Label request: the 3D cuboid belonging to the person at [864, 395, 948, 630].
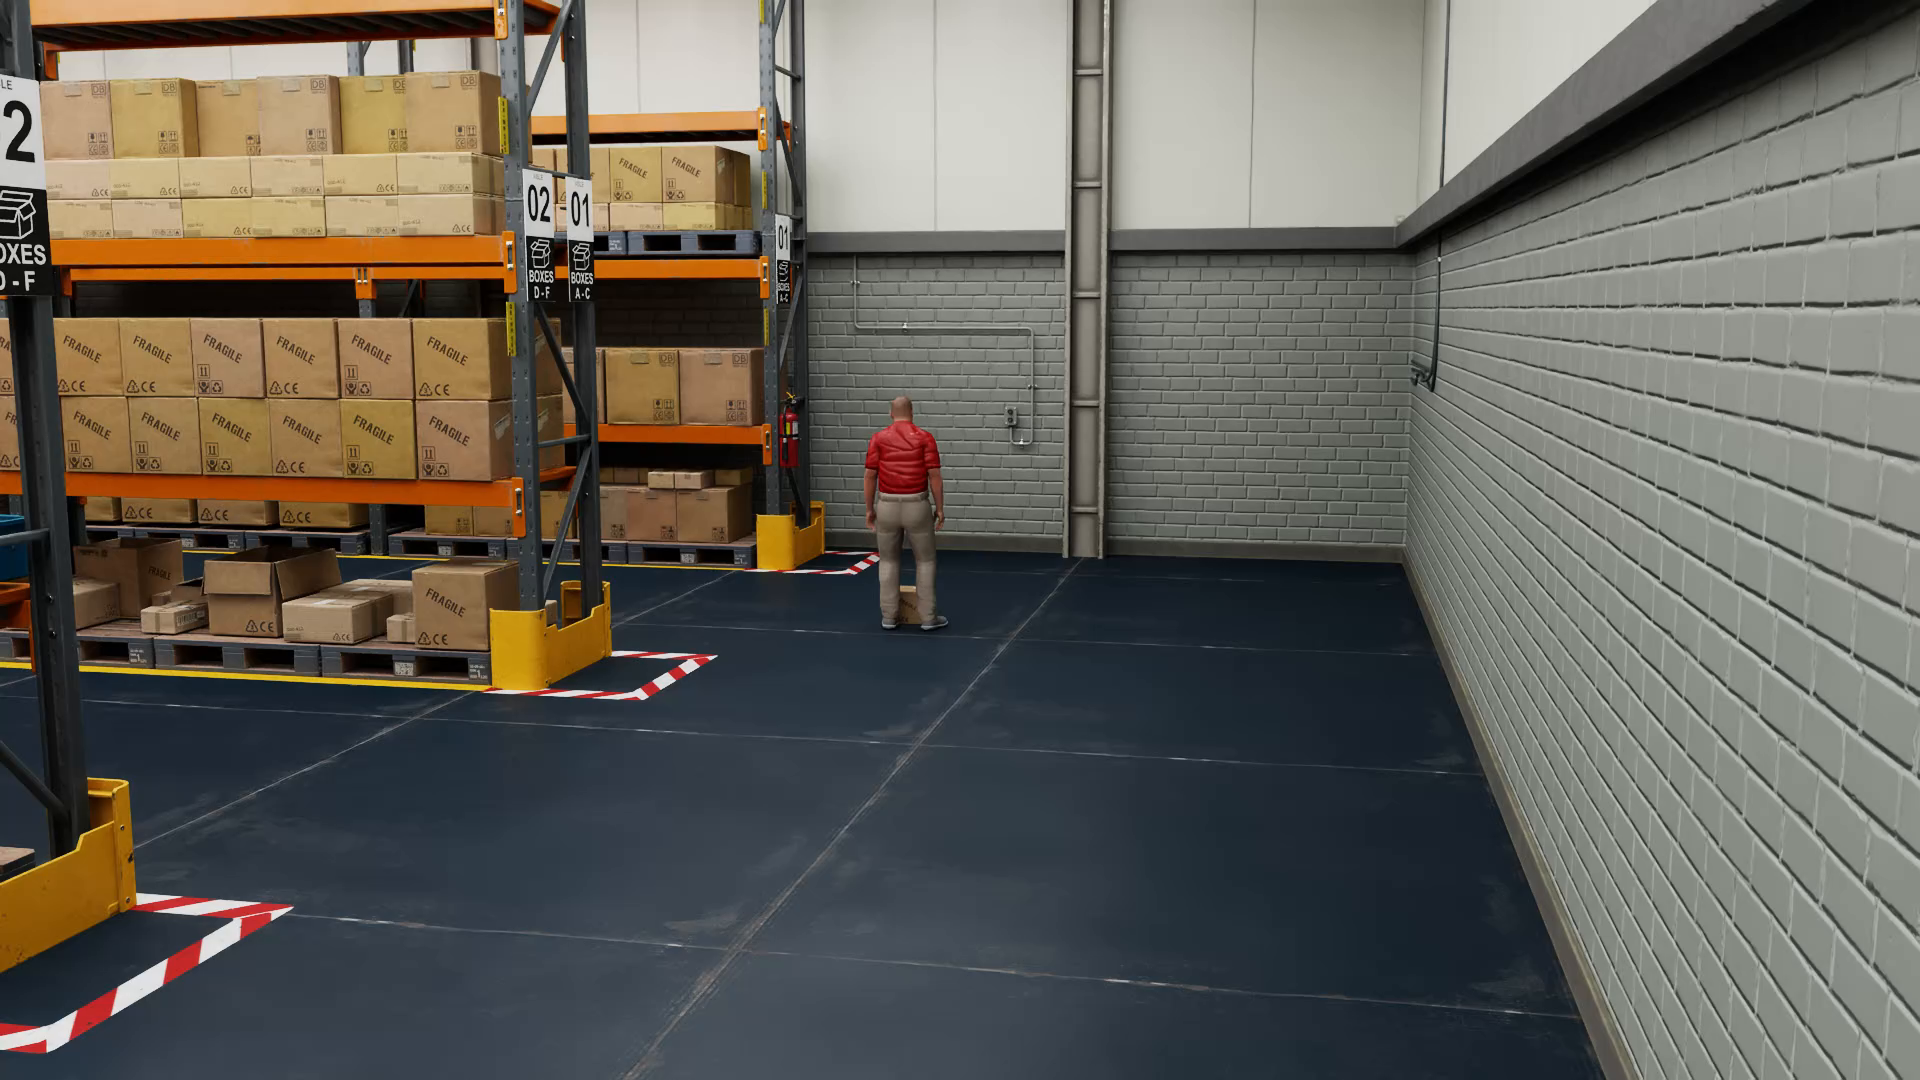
[{"bbox_3d":[-0.405,-0.202,12.321,0.606,1.726,0.393,1,8,8],"label":"person"}]
